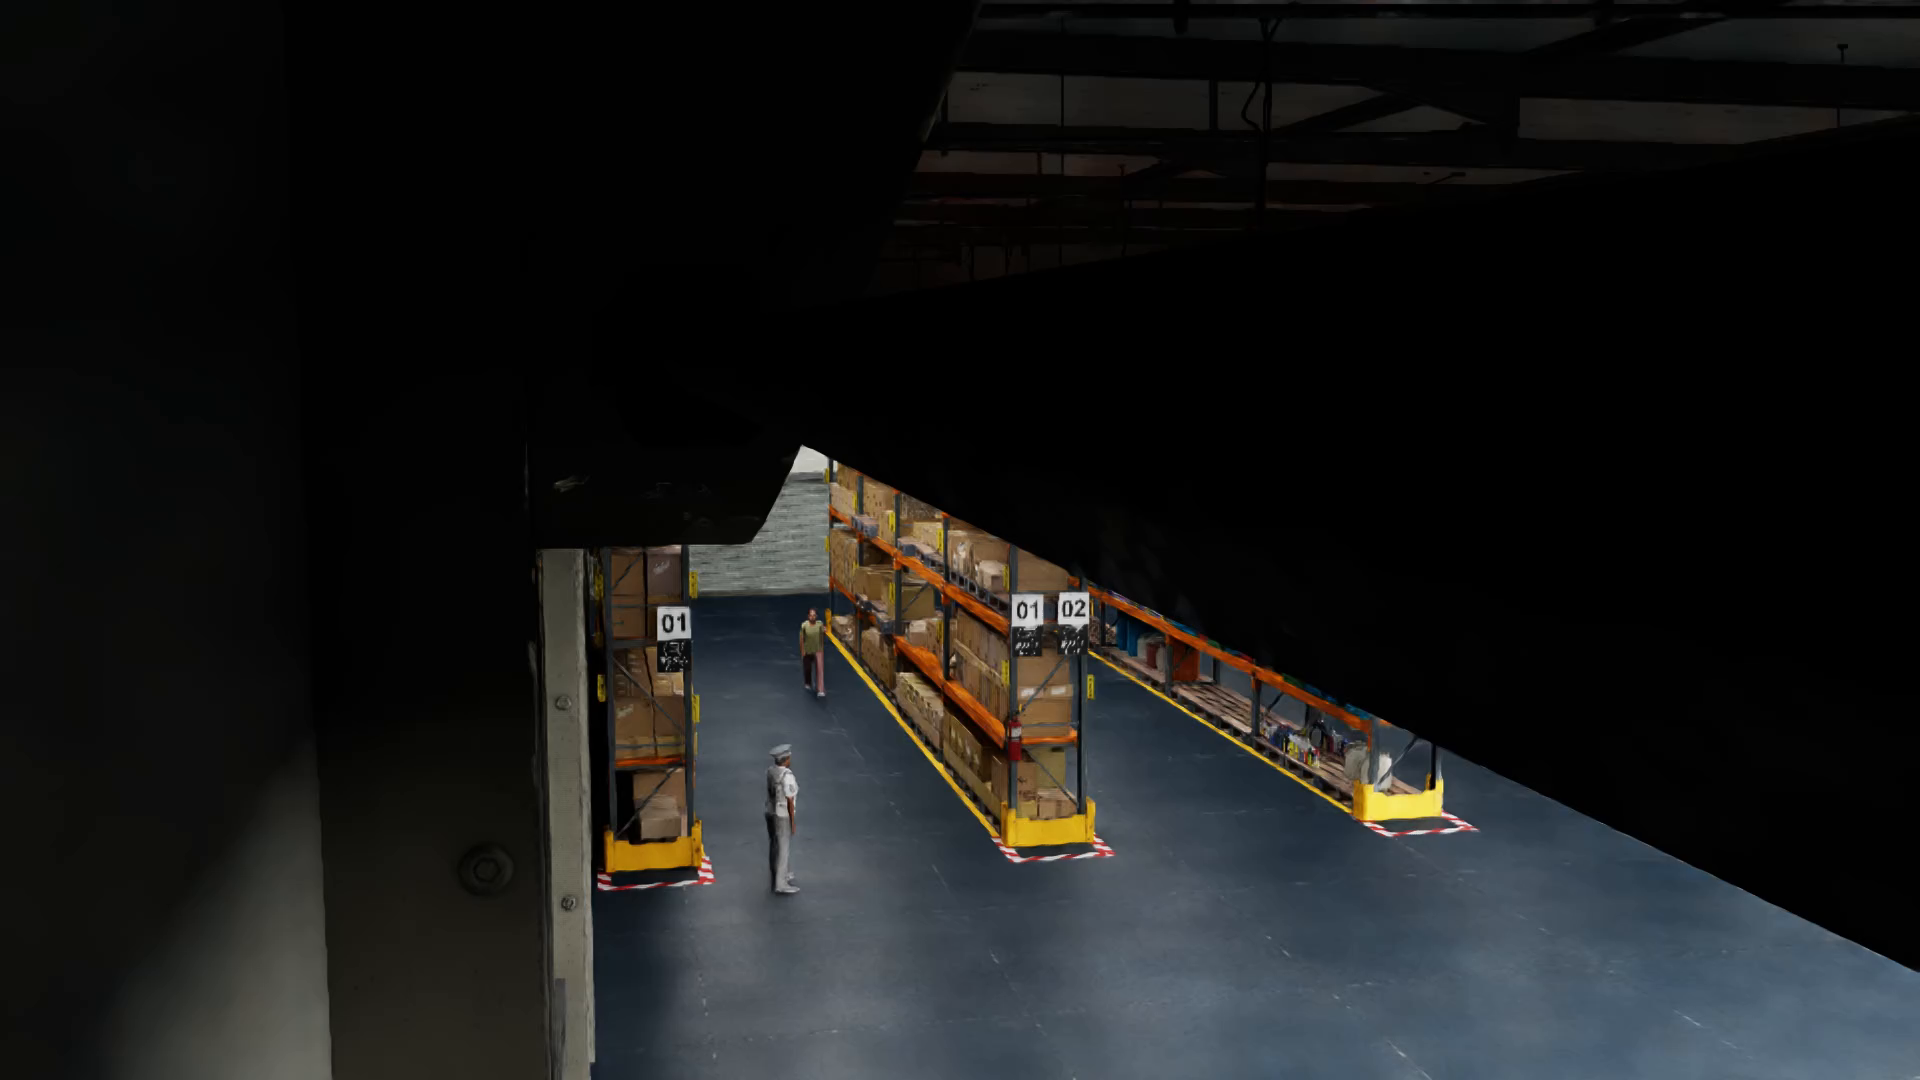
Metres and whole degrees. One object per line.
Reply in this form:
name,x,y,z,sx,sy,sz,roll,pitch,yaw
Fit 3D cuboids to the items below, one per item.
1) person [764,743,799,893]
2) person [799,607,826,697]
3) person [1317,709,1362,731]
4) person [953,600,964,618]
person,-2.030,3.205,19.276,0.437,1.681,0.527,-5,9,-38
person,-2.662,1.981,29.897,0.448,1.590,1.099,-1,7,-10
person,6.141,2.320,27.031,0.611,1.627,0.712,-5,9,-37
person,0.110,1.579,33.308,0.445,1.566,1.091,-2,7,-15
